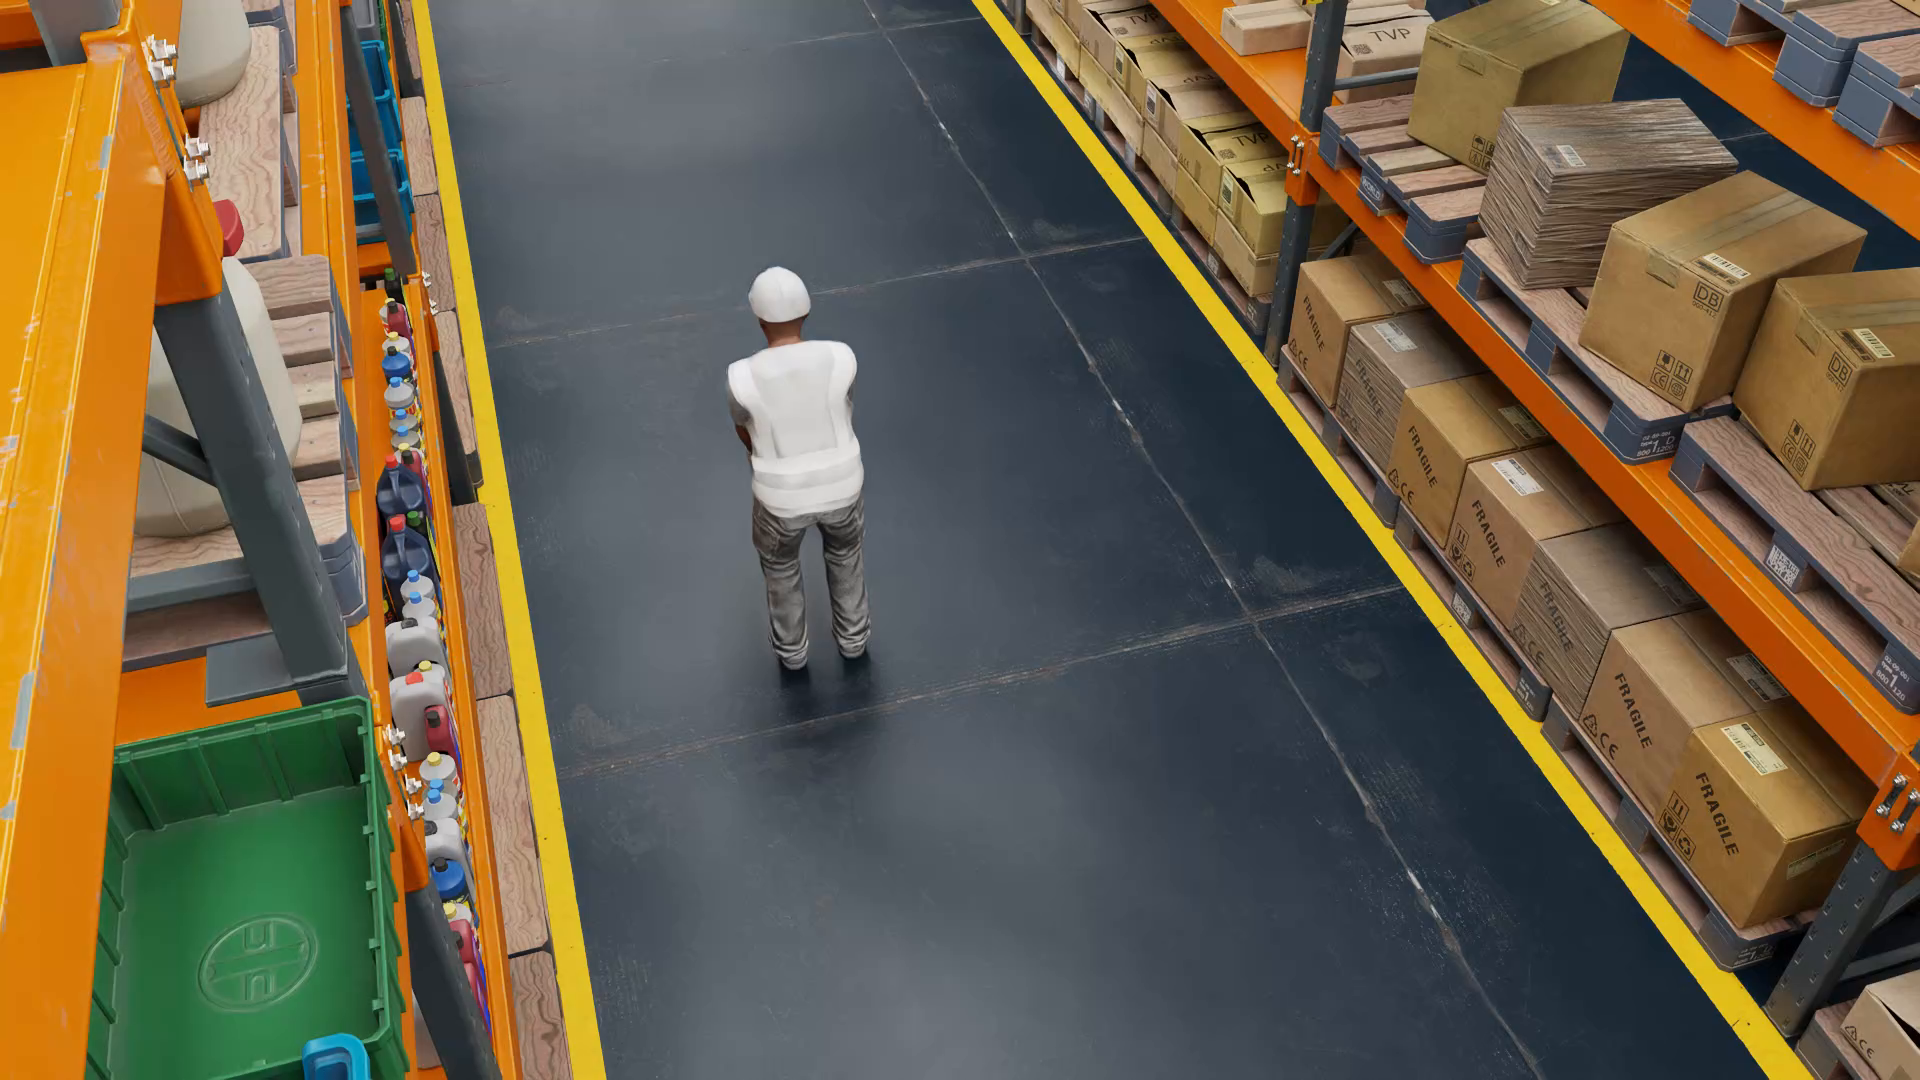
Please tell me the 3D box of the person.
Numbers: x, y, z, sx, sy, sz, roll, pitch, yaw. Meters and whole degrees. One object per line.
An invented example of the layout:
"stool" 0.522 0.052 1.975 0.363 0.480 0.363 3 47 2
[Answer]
"person" -0.632 -0.268 6.462 0.490 1.758 0.603 -12 43 -13
